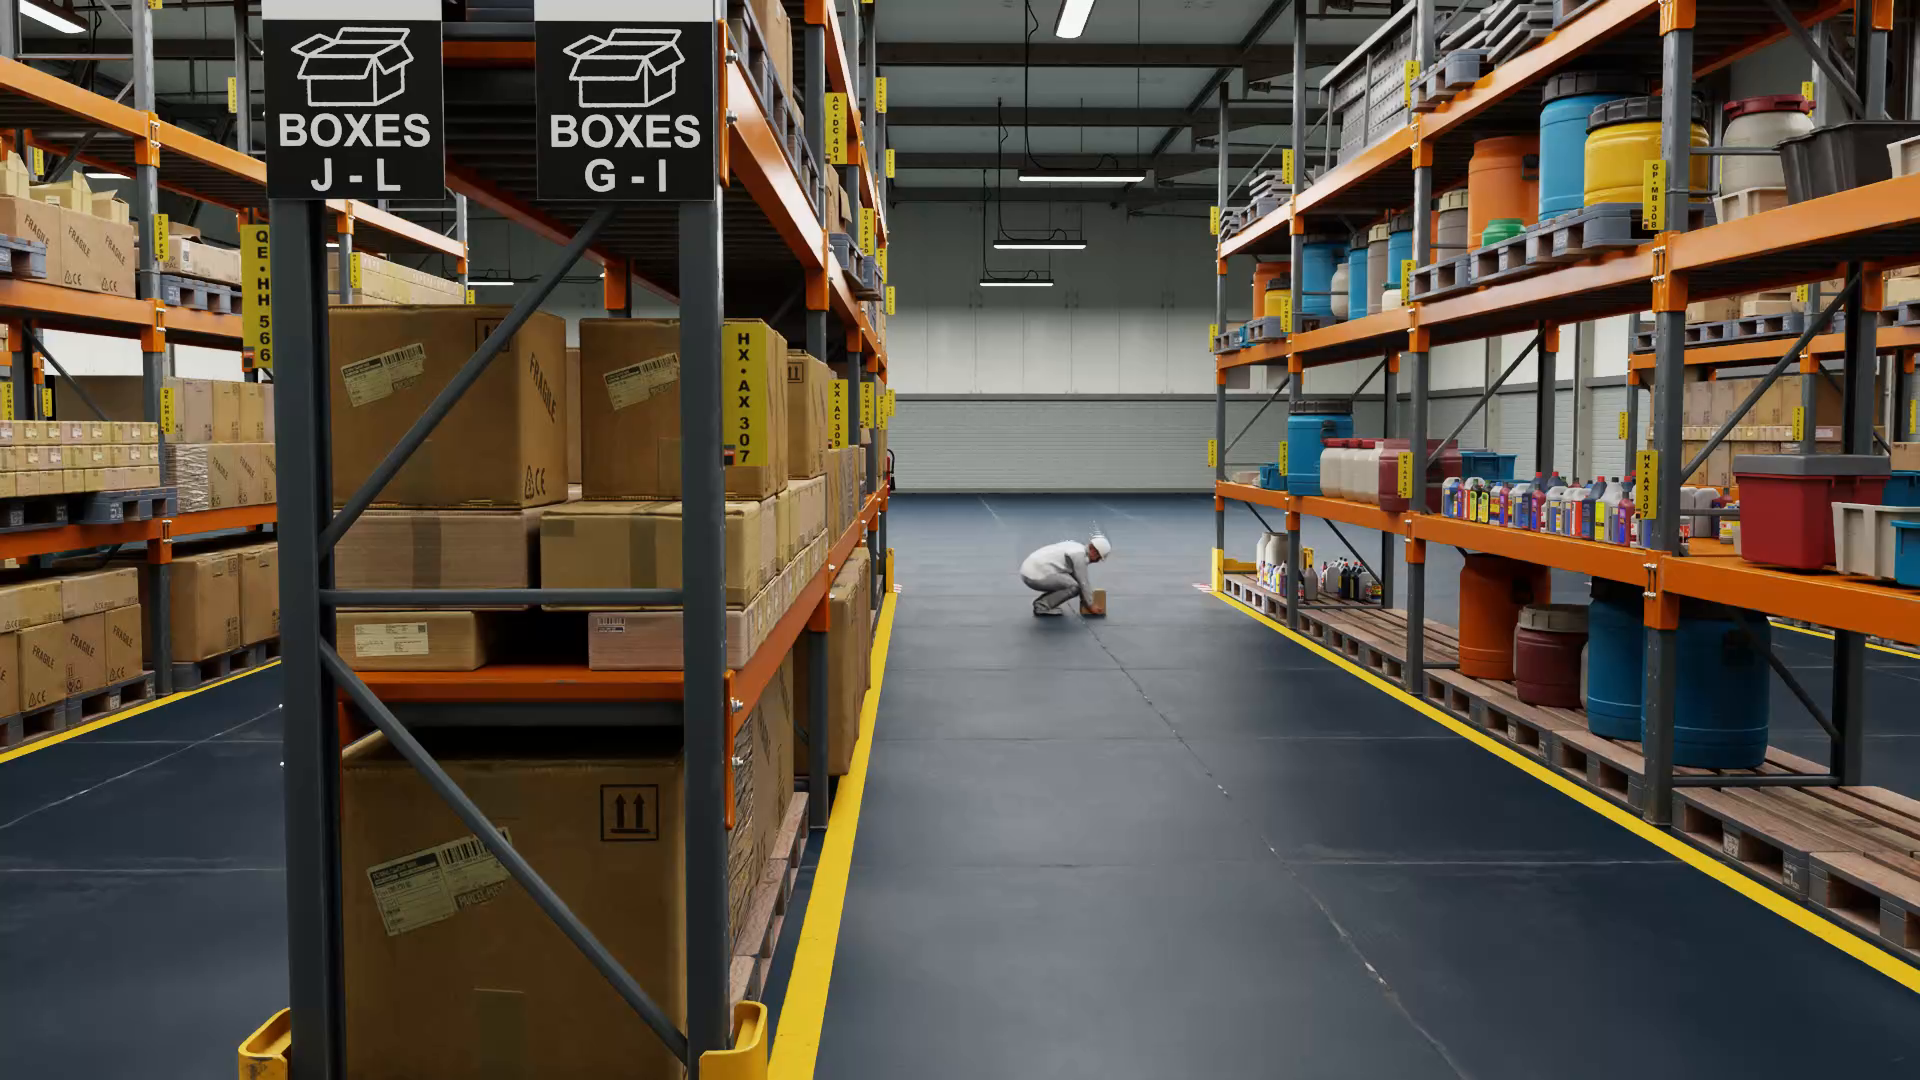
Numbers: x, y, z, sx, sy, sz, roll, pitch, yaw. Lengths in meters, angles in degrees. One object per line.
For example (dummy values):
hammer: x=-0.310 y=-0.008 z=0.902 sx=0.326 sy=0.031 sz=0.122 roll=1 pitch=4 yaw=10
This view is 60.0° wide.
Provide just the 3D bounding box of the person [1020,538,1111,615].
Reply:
person: x=1.102 y=0.412 z=17.383 sx=0.954 sy=0.860 sz=0.526 roll=0 pitch=4 yaw=-2
